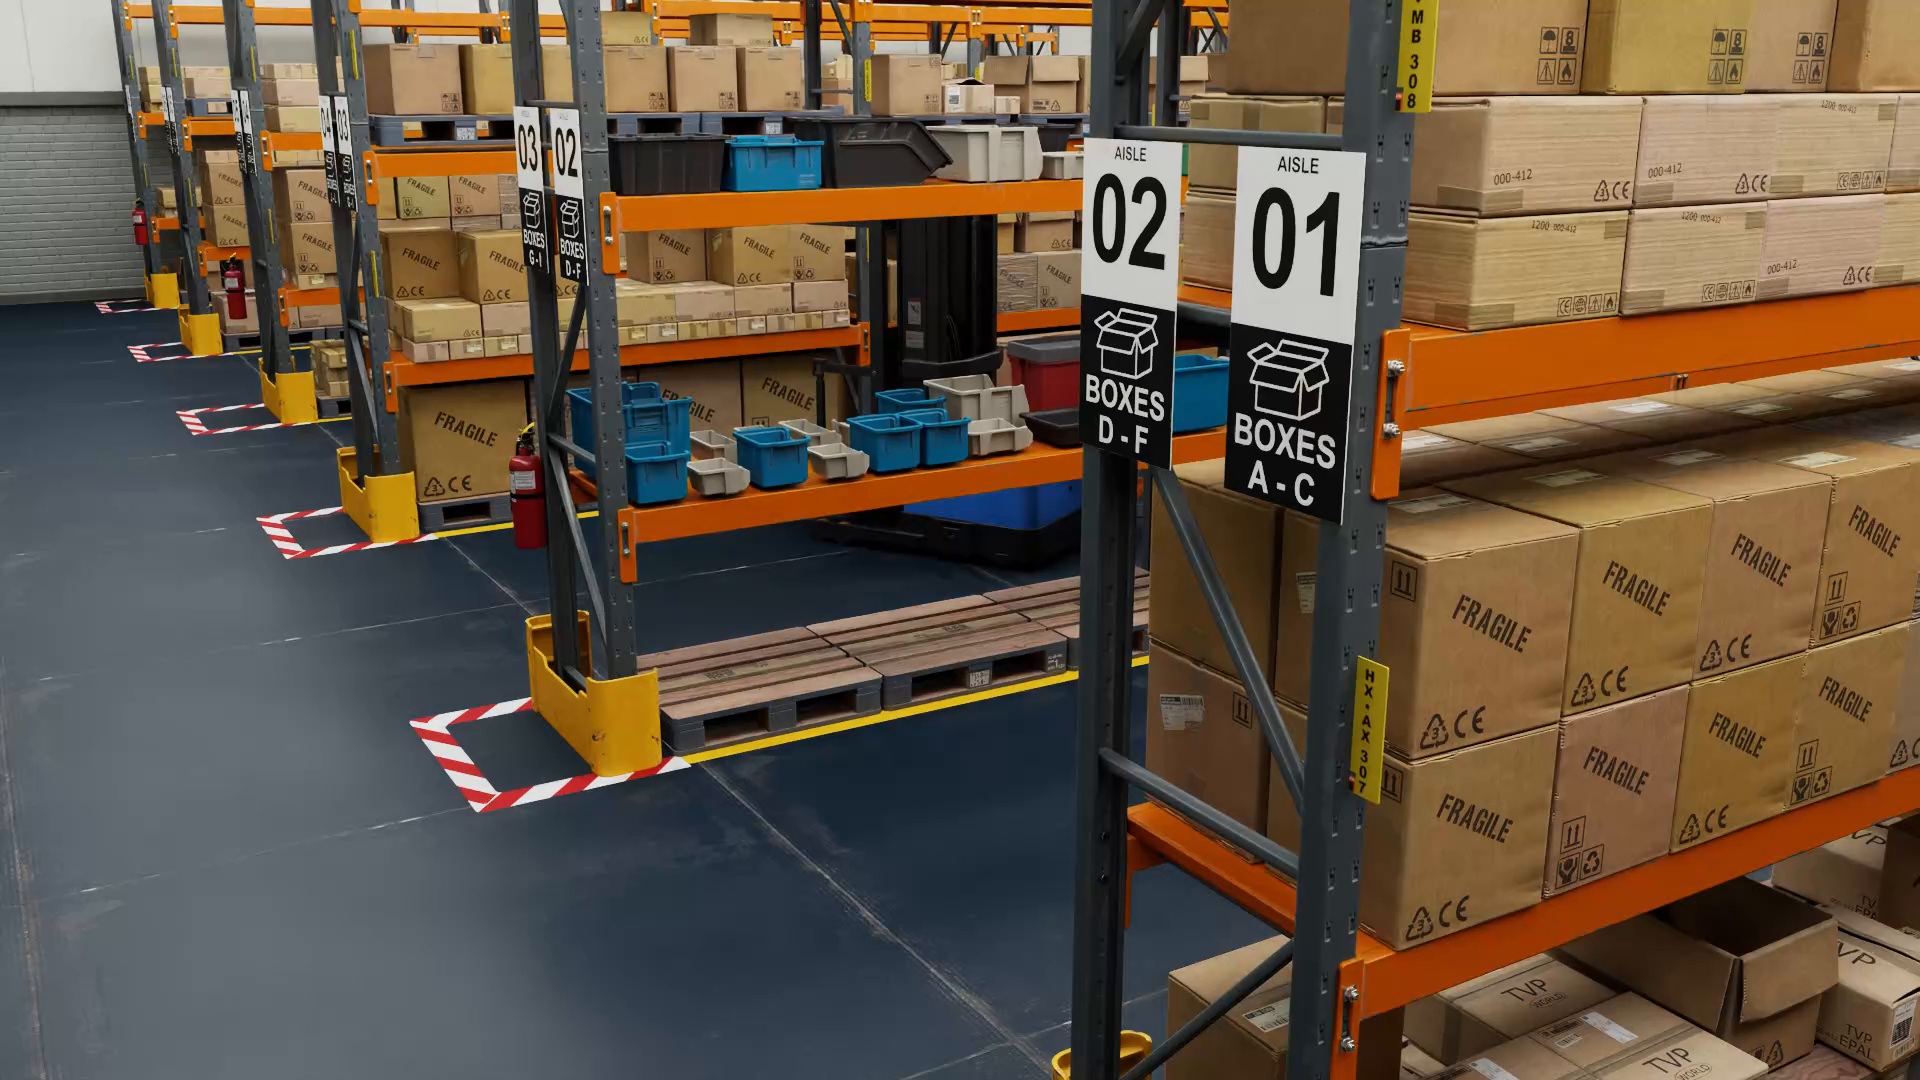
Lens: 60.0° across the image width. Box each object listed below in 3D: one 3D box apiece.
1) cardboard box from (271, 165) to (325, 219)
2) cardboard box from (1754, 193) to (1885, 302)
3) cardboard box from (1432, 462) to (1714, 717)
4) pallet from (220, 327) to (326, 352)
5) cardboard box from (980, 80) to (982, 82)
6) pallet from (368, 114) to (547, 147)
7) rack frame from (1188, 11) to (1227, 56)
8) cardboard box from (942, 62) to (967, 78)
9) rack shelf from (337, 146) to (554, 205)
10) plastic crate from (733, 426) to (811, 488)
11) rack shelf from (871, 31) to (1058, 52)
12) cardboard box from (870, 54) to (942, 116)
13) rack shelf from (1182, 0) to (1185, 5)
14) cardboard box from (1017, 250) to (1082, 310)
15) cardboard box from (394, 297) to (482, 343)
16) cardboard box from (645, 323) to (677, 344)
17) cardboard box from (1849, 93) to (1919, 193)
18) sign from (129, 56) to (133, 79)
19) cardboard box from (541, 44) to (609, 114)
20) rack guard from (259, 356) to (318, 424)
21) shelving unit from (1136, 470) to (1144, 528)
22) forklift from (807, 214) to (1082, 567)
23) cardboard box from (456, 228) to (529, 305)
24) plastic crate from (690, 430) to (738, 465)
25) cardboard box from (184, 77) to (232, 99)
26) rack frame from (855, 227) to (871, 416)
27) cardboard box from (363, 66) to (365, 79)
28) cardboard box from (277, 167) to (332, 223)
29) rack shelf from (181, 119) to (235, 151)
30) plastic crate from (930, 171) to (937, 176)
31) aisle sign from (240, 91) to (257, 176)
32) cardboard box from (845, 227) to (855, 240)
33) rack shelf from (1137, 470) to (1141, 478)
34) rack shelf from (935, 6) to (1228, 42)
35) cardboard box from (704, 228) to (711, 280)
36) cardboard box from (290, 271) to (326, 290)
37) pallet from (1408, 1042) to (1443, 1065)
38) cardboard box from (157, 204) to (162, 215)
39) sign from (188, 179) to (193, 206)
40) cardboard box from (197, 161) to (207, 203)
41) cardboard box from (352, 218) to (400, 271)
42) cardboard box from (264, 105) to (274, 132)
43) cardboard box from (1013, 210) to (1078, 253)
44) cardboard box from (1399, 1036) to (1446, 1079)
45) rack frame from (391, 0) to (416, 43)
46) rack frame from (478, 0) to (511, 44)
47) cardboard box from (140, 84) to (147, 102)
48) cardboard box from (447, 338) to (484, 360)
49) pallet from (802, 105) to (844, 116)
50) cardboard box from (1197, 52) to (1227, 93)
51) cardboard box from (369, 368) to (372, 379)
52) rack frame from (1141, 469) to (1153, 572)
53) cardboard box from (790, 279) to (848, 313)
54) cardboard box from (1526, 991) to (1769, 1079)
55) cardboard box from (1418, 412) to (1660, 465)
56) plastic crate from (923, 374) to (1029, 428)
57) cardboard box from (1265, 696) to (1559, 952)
[{"bbox_3d":[-6.668,-3.531,16.859,0.500,0.500,0.500,-10,18,-31],"label":"cardboard box"},{"bbox_3d":[2.068,-0.804,4.440,0.500,0.250,0.500,-9,18,-30],"label":"cardboard box"},{"bbox_3d":[1.595,0.113,4.413,0.500,0.500,0.500,-9,18,-29],"label":"cardboard box"},{"bbox_3d":[-8.923,-2.655,21.489,1.213,0.211,1.003,-9,18,-30],"label":"pallet"},{"bbox_3d":[0.292,-6.996,25.751,0.500,0.250,0.500,-10,18,-31],"label":"cardboard box"},{"bbox_3d":[-3.834,-3.082,12.455,1.213,0.211,1.003,-9,18,-30],"label":"pallet"},{"bbox_3d":[3.354,-7.293,21.757,0.127,3.000,1.000,-9,18,-30],"label":"rack frame"},{"bbox_3d":[-0.117,-8.675,31.087,0.637,0.503,0.797,-9,18,-28],"label":"cardboard box"},{"bbox_3d":[-2.750,-2.951,13.156,4.000,0.370,1.077,-9,18,-30],"label":"rack shelf"},{"bbox_3d":[-0.968,-0.427,8.575,0.300,0.233,0.416,-9,18,-30],"label":"plastic crate"},{"bbox_3d":[-0.127,-9.312,31.030,4.000,0.370,1.077,-9,18,-30],"label":"rack shelf"},{"bbox_3d":[-0.544,-3.909,14.276,0.500,0.500,0.700,-9,18,-28],"label":"cardboard box"},{"bbox_3d":[3.229,-3.613,10.700,4.000,0.370,1.077,-9,18,-30],"label":"rack shelf"},{"bbox_3d":[0.787,-2.398,15.222,0.500,0.500,0.500,-9,18,-29],"label":"cardboard box"},{"bbox_3d":[-3.914,-1.650,12.467,0.500,0.250,0.500,-10,18,-31],"label":"cardboard box"},{"bbox_3d":[-2.448,-1.678,13.305,0.250,0.149,0.380,-9,18,-29],"label":"cardboard box"},{"bbox_3d":[2.497,-1.114,4.621,0.500,0.250,0.500,-9,18,-30],"label":"cardboard box"},{"bbox_3d":[-11.848,-6.756,23.776,0.005,0.325,0.100,-9,18,-30],"label":"sign"},{"bbox_3d":[-3.084,-3.536,12.761,0.500,0.500,0.700,-11,19,-33],"label":"cardboard box"},{"bbox_3d":[-6.867,-1.544,16.991,0.348,0.500,1.175,-9,18,-30],"label":"rack guard"},{"bbox_3d":[1.251,-0.614,12.377,0.258,1.200,0.503,5,16,17],"label":"shelving unit"},{"bbox_3d":[-0.540,-1.496,12.315,3.031,2.935,1.130,9,18,29],"label":"forklift"},{"bbox_3d":[-3.485,-2.081,12.614,0.500,0.500,0.500,-10,18,-31],"label":"cardboard box"},{"bbox_3d":[-1.308,-0.486,8.965,0.243,0.136,0.396,-9,18,-30],"label":"plastic crate"},{"bbox_3d":[-9.229,-5.574,20.494,0.500,0.250,0.500,-11,19,-35],"label":"cardboard box"},{"bbox_3d":[-1.036,-2.131,14.455,0.127,3.000,1.000,-9,18,-30],"label":"rack frame"},{"bbox_3d":[-5.831,-4.620,16.388,0.250,0.149,0.380,-9,18,-29],"label":"cardboard box"},{"bbox_3d":[-6.411,-3.411,16.430,0.500,0.500,0.500,-9,18,-30],"label":"cardboard box"},{"bbox_3d":[-7.854,-5.244,21.335,4.000,0.370,1.077,-9,18,-30],"label":"rack shelf"},{"bbox_3d":[-0.270,-2.091,9.244,0.530,0.136,0.437,-9,18,-30],"label":"plastic crate"},{"bbox_3d":[-6.840,-3.909,15.981,0.004,0.787,0.394,-9,18,-30],"label":"aisle sign"},{"bbox_3d":[-1.363,-3.578,19.304,0.250,0.149,0.380,-9,18,-28],"label":"cardboard box"},{"bbox_3d":[1.251,-0.549,12.395,0.258,0.148,0.480,5,16,17],"label":"rack shelf"},{"bbox_3d":[1.640,-6.477,20.916,4.000,0.370,1.077,-9,18,-30],"label":"rack shelf"},{"bbox_3d":[-2.004,-2.489,14.070,0.500,0.500,0.500,-9,18,-30],"label":"cardboard box"},{"bbox_3d":[-6.486,-2.585,16.540,0.250,0.149,0.380,-9,18,-30],"label":"cardboard box"},{"bbox_3d":[1.382,1.939,5.104,1.213,0.211,1.003,-9,18,-30],"label":"pallet"},{"bbox_3d":[-11.982,-5.003,25.166,0.250,0.149,0.380,-9,18,-30],"label":"cardboard box"},{"bbox_3d":[-9.287,-4.194,20.063,0.005,0.325,0.100,-9,18,-30],"label":"sign"},{"bbox_3d":[-9.277,-4.520,20.938,0.500,0.500,0.500,-9,18,-28],"label":"cardboard box"},{"bbox_3d":[-5.959,-3.007,16.843,0.500,0.500,0.500,-9,18,-30],"label":"cardboard box"},{"bbox_3d":[-6.679,-4.233,16.675,0.500,0.250,0.500,-10,18,-31],"label":"cardboard box"},{"bbox_3d":[0.626,-2.936,15.282,0.637,0.503,0.797,-9,18,-28],"label":"cardboard box"},{"bbox_3d":[1.367,1.702,5.216,0.250,0.166,0.380,-9,18,-30],"label":"cardboard box"},{"bbox_3d":[-8.699,-8.461,25.920,0.127,3.000,1.000,-9,18,-30],"label":"rack frame"},{"bbox_3d":[-6.139,-7.313,21.825,0.127,3.000,1.000,-9,18,-30],"label":"rack frame"},{"bbox_3d":[-11.887,-6.656,24.767,0.500,0.250,0.500,-10,18,-31],"label":"cardboard box"},{"bbox_3d":[-3.771,-1.463,12.538,0.250,0.149,0.380,-10,18,-31],"label":"cardboard box"},{"bbox_3d":[-2.032,-4.853,18.955,1.003,0.211,1.213,-9,18,-30],"label":"pallet"},{"bbox_3d":[2.673,-4.545,16.396,0.500,0.500,0.500,-9,18,-28],"label":"cardboard box"},{"bbox_3d":[-6.087,-1.748,17.041,0.250,0.149,0.380,-9,18,-30],"label":"cardboard box"},{"bbox_3d":[1.515,-0.985,10.367,0.127,3.000,1.000,-9,18,-30],"label":"rack frame"},{"bbox_3d":[-1.279,-2.080,14.000,0.500,0.250,0.500,-10,18,-31],"label":"cardboard box"},{"bbox_3d":[2.104,1.681,5.137,0.500,0.250,0.500,-9,18,-30],"label":"cardboard box"},{"bbox_3d":[1.749,-0.081,5.105,0.500,0.500,0.500,-9,18,-28],"label":"cardboard box"},{"bbox_3d":[0.111,-0.787,9.770,0.530,0.282,0.437,-9,18,-30],"label":"plastic crate"},{"bbox_3d":[1.150,0.669,4.282,0.500,0.500,0.500,-9,18,-29],"label":"cardboard box"}]
